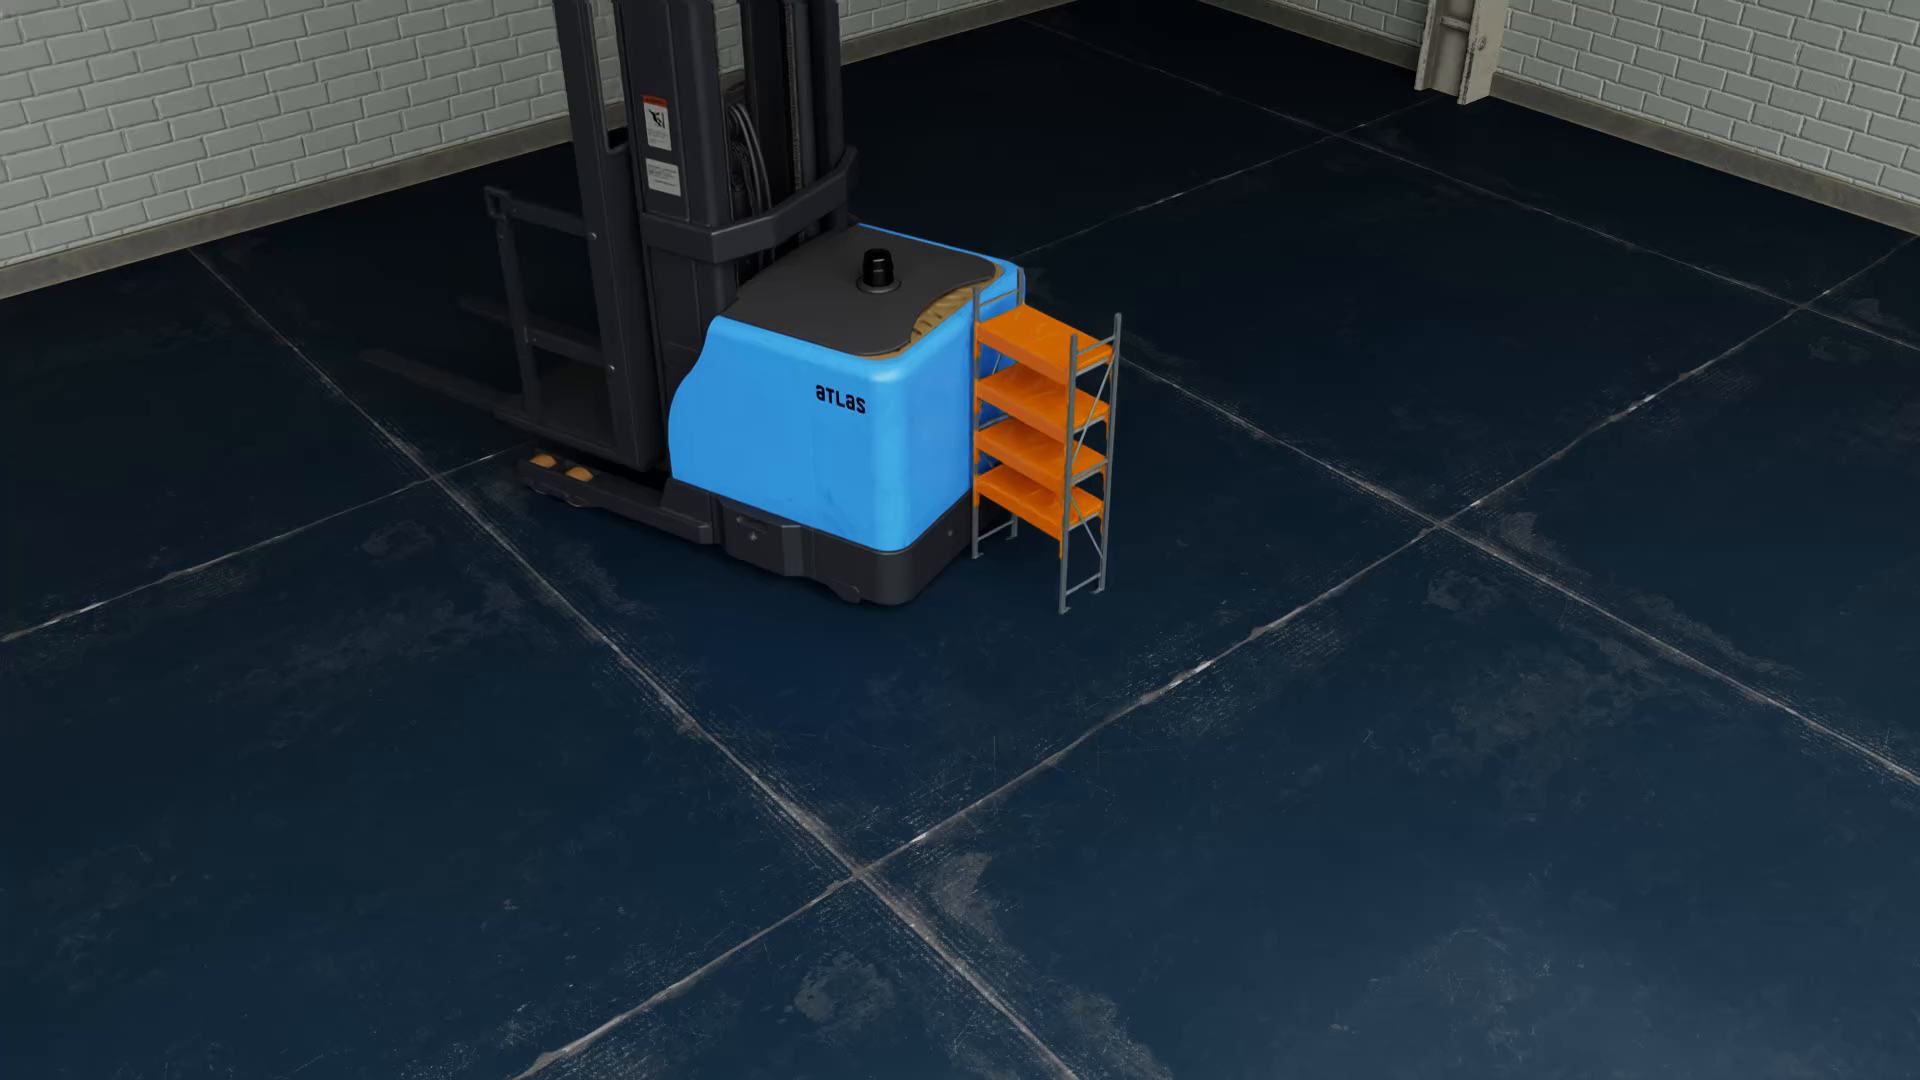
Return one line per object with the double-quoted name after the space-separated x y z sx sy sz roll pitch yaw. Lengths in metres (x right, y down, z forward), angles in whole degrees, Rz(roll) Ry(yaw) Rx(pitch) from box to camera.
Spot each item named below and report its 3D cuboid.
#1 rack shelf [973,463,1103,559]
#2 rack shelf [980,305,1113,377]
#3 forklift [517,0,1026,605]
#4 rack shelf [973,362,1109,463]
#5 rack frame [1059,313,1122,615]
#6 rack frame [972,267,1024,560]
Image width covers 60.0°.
0.305 -0.140 6.369 0.258 0.148 0.480 -28 44 -34 "rack shelf"
0.305 -0.709 5.966 0.221 0.050 0.457 -28 44 -34 "rack shelf"
-0.793 -1.388 6.229 1.939 2.867 1.129 19 39 25 "forklift"
0.305 -0.484 6.125 0.258 0.148 0.480 -28 44 -34 "rack shelf"
0.470 -0.253 6.069 0.240 1.200 0.015 -28 44 -34 "rack frame"
0.140 -0.461 6.362 0.240 1.200 0.015 -28 44 -34 "rack frame"
